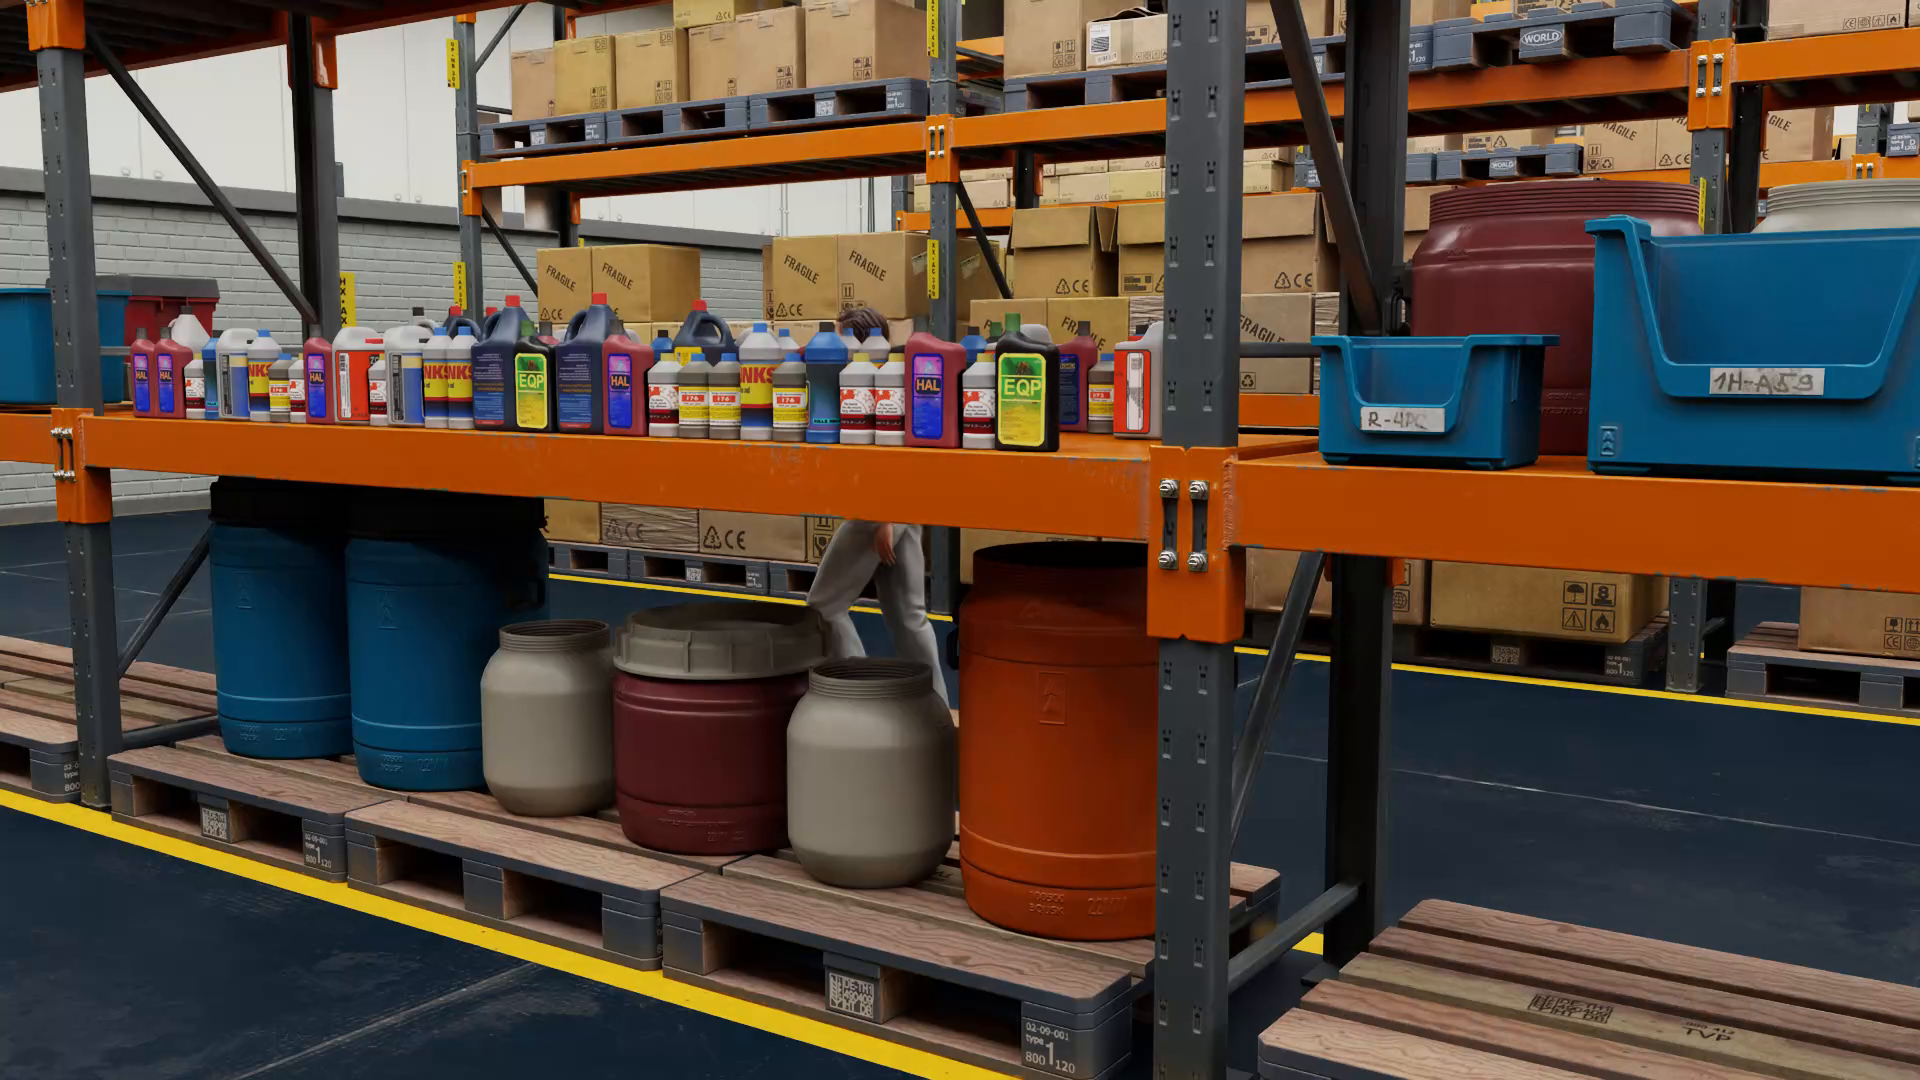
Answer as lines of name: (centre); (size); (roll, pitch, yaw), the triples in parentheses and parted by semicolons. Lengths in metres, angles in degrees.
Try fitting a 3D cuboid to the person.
person: (-0.280, -0.028, 6.274); (0.539, 1.688, 0.473); (2, 7, 17)
